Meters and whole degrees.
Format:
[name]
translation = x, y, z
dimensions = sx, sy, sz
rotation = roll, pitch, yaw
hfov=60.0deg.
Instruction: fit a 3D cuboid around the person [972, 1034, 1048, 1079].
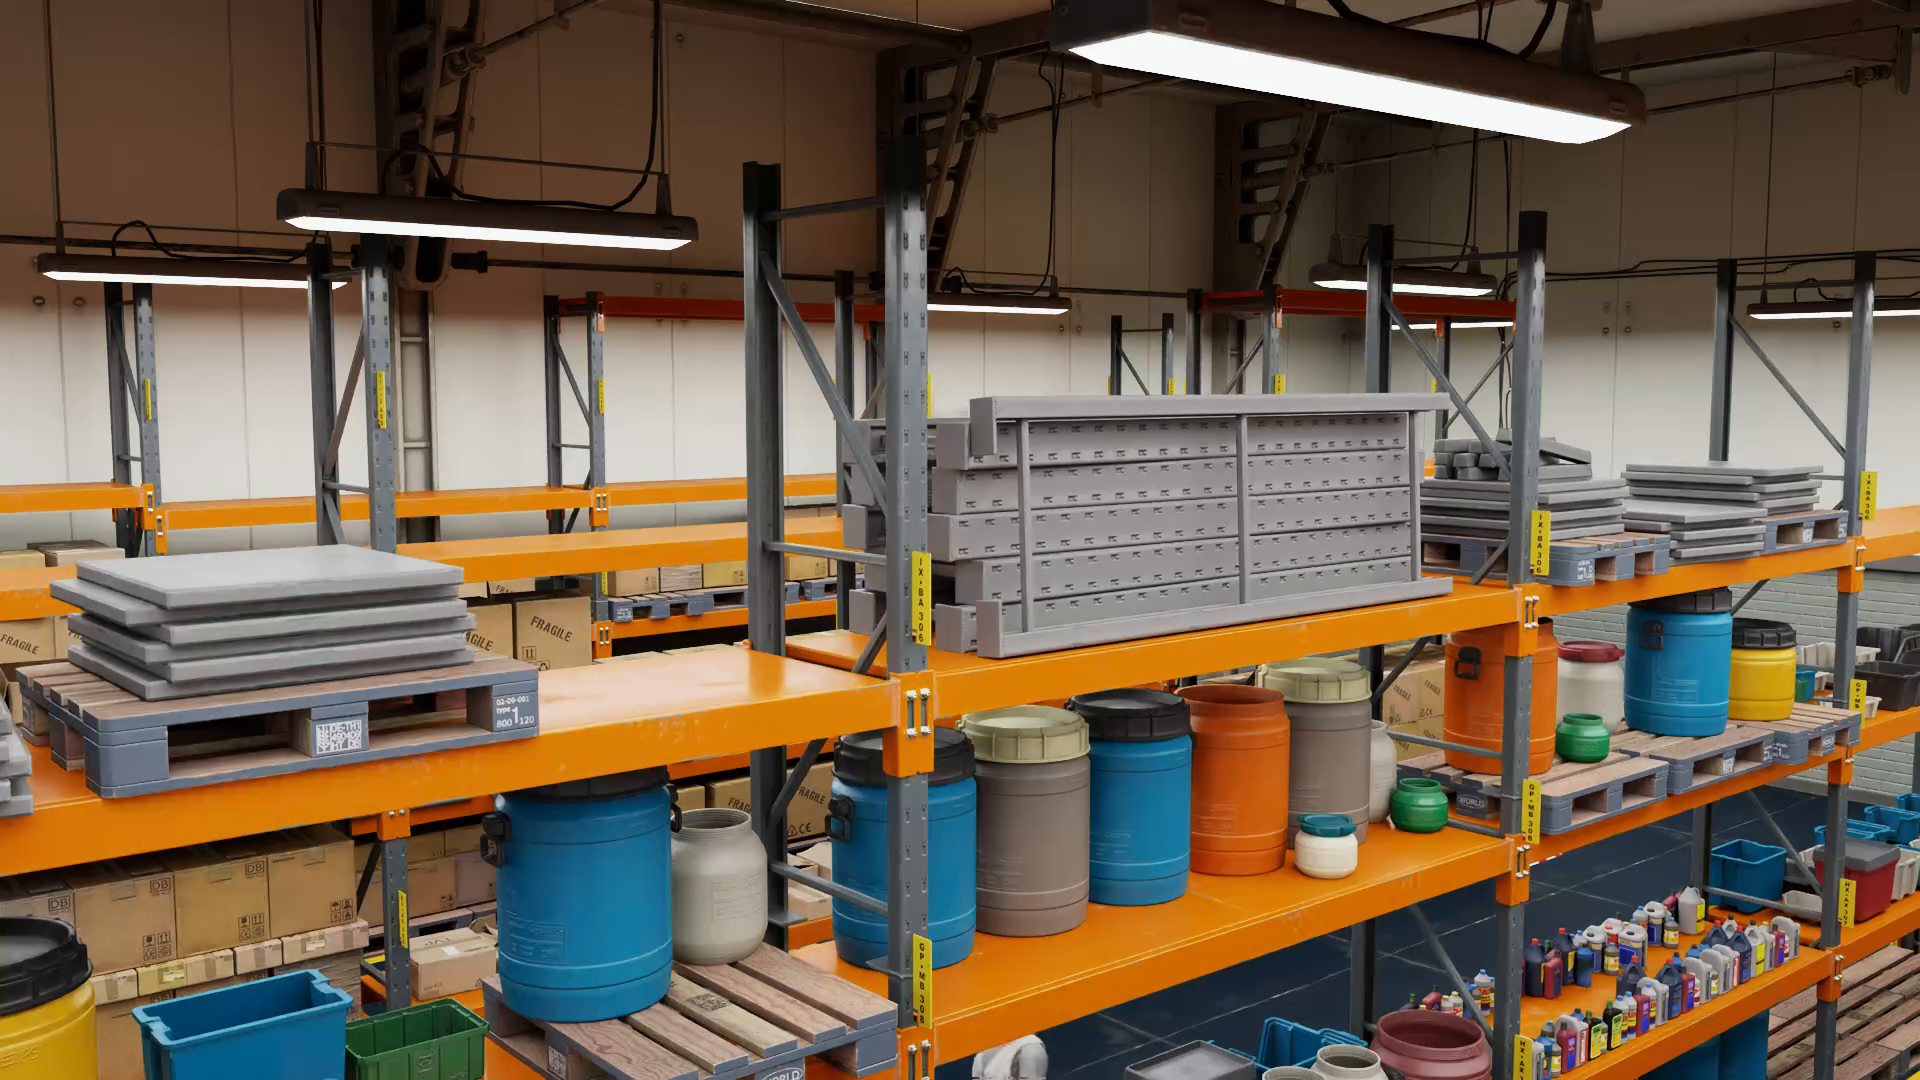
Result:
[person]
translation = 0.240, 3.373, 9.408
dimensions = 0.772, 1.845, 0.647
rotation = -5, 8, -44
